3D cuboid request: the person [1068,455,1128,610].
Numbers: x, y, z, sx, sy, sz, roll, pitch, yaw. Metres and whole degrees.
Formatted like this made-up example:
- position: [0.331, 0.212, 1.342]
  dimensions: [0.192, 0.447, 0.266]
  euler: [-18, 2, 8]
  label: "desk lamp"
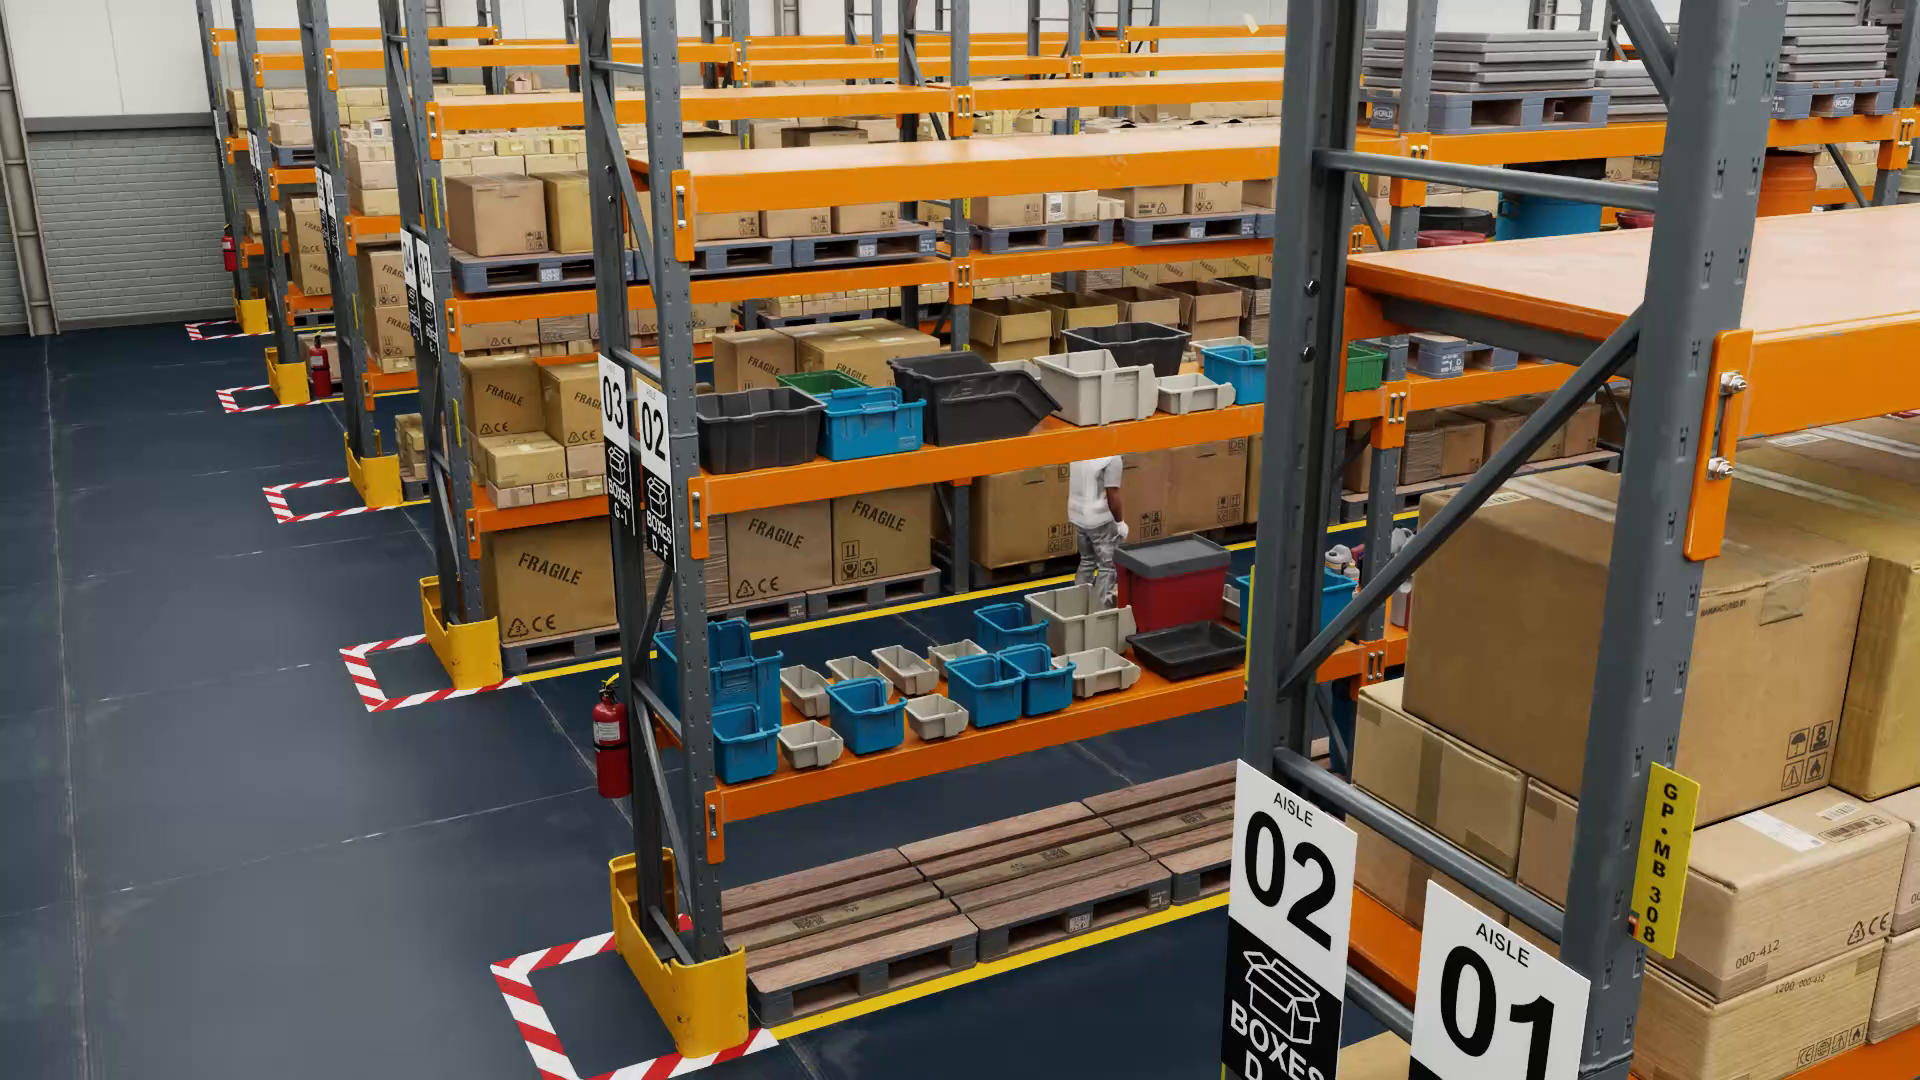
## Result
- position: [1.096, -0.172, 13.062]
  dimensions: [0.454, 1.774, 0.624]
  euler: [-10, 21, -27]
  label: "person"
